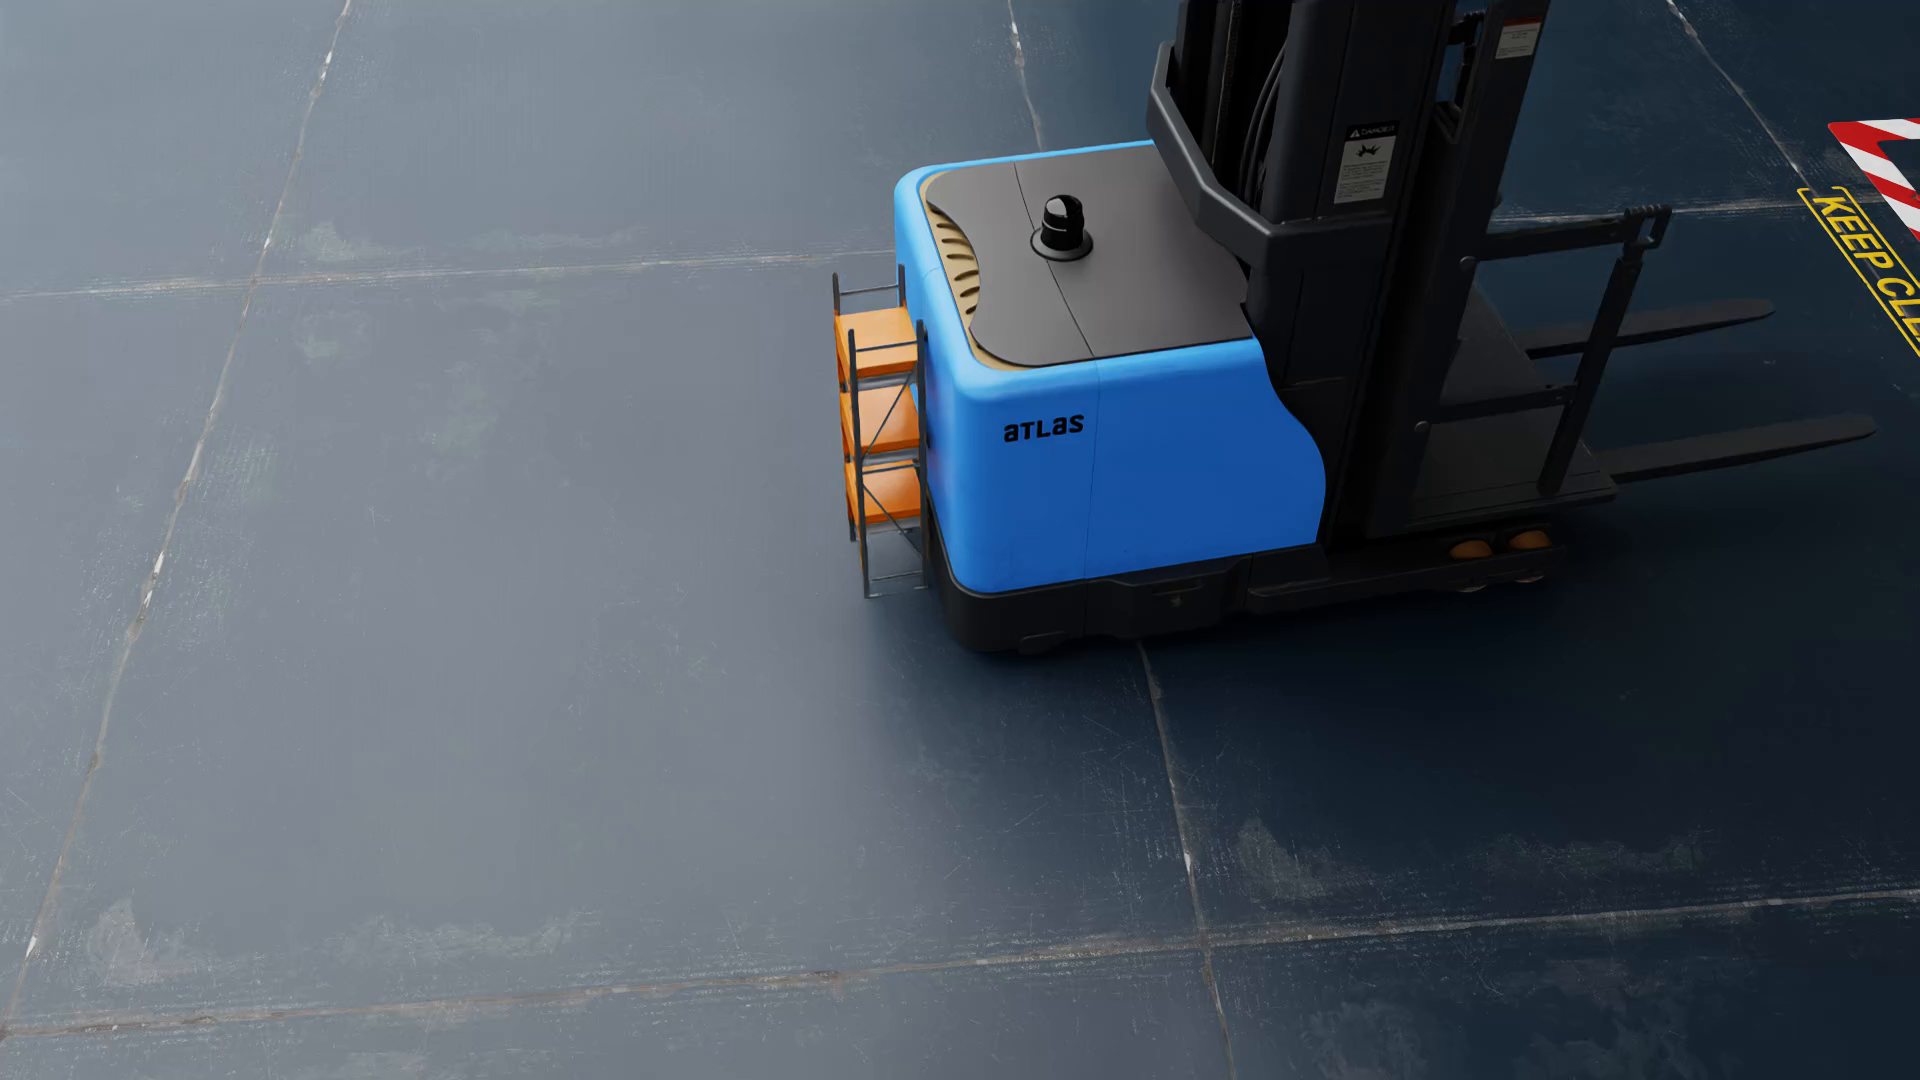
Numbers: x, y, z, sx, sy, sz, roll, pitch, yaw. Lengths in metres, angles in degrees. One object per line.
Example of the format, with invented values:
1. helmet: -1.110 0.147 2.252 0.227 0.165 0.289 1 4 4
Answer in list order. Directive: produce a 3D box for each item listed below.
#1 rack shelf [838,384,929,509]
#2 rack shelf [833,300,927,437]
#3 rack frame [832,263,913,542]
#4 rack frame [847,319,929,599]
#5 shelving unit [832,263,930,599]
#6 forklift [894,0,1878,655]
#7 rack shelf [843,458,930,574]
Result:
1. rack shelf: -0.221 -0.279 4.805 0.215 0.259 0.240 -9 47 -9
2. rack shelf: -0.221 -0.474 4.599 0.215 0.259 0.240 -9 47 -9
3. rack frame: -0.248 -0.372 4.880 0.200 1.050 0.008 -9 47 -9
4. rack frame: -0.194 -0.200 4.716 0.200 1.050 0.008 -9 47 -9
5. shelving unit: -0.221 -0.286 4.798 0.215 1.050 0.252 -9 47 -9
6. forklift: 1.367 -1.217 4.384 3.031 2.935 1.130 -9 47 -8
7. rack shelf: -0.221 -0.088 5.007 0.215 0.259 0.240 -9 47 -9
